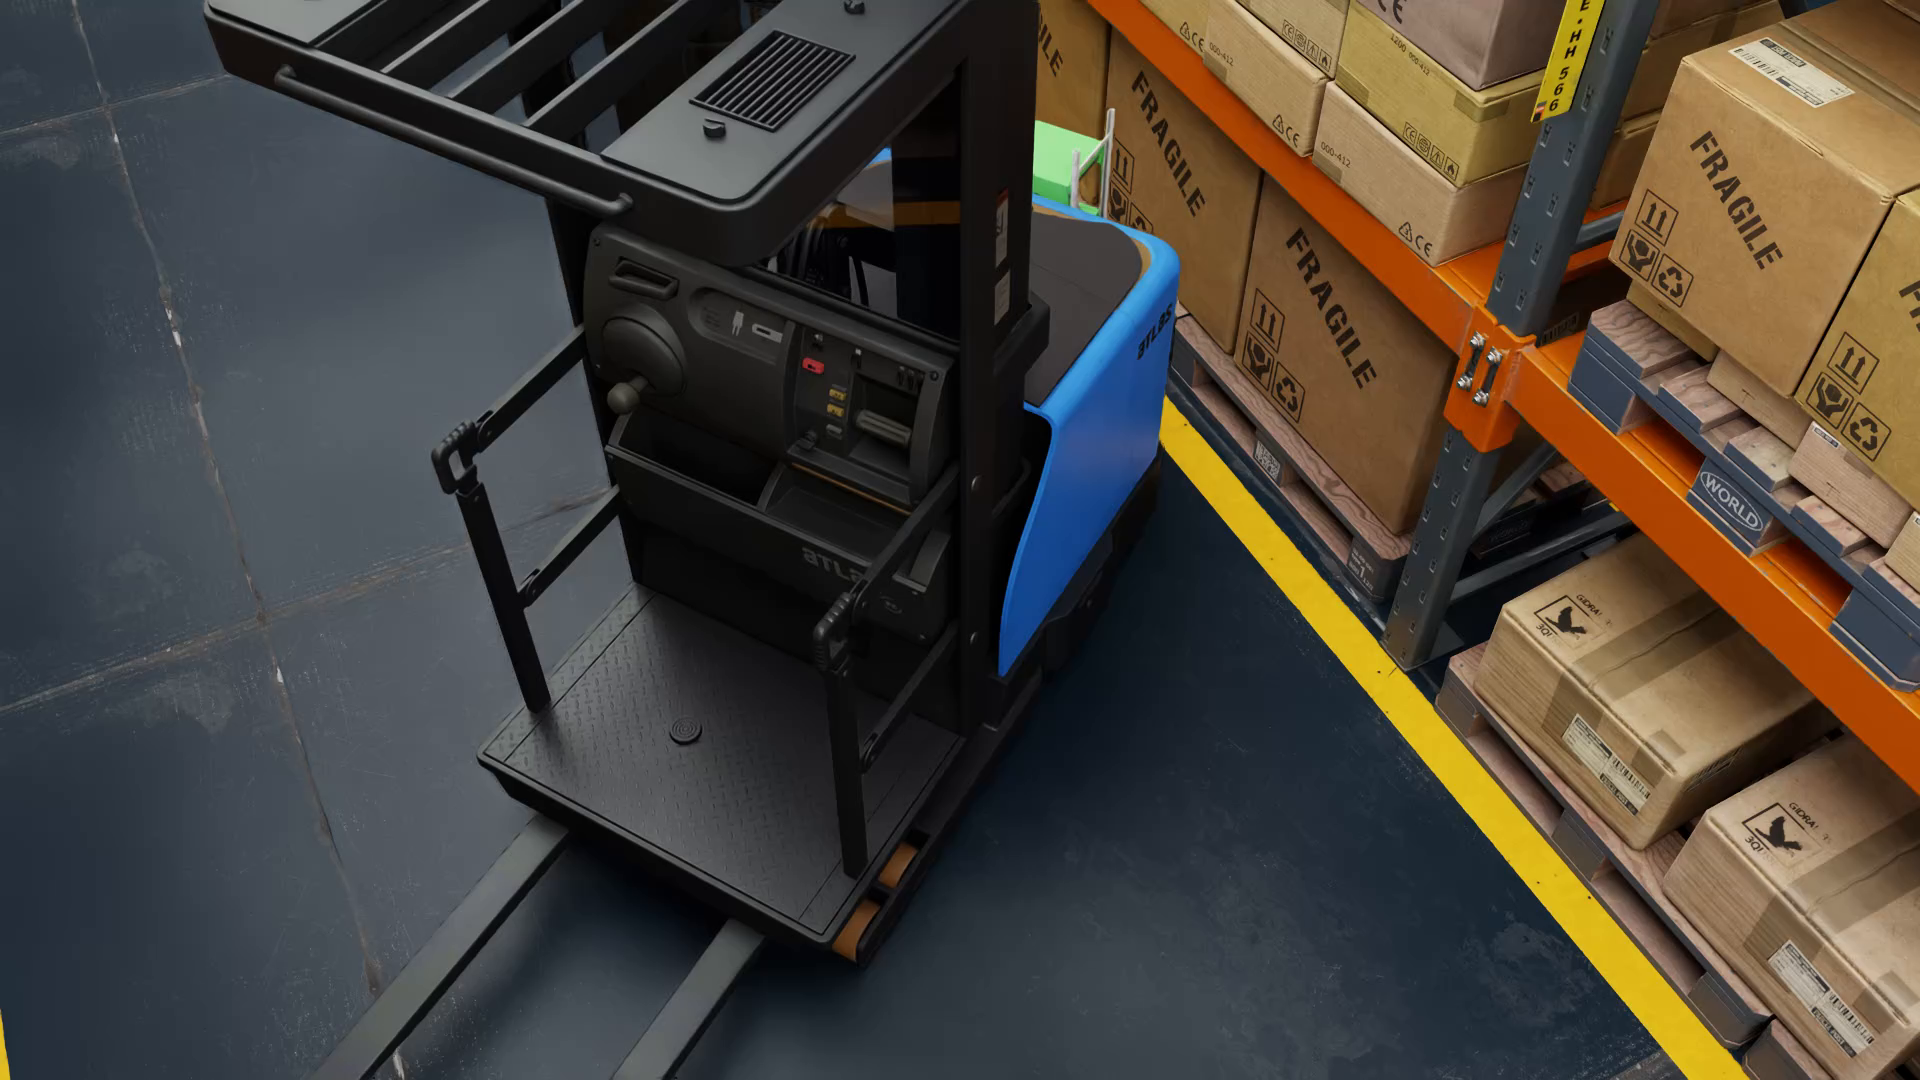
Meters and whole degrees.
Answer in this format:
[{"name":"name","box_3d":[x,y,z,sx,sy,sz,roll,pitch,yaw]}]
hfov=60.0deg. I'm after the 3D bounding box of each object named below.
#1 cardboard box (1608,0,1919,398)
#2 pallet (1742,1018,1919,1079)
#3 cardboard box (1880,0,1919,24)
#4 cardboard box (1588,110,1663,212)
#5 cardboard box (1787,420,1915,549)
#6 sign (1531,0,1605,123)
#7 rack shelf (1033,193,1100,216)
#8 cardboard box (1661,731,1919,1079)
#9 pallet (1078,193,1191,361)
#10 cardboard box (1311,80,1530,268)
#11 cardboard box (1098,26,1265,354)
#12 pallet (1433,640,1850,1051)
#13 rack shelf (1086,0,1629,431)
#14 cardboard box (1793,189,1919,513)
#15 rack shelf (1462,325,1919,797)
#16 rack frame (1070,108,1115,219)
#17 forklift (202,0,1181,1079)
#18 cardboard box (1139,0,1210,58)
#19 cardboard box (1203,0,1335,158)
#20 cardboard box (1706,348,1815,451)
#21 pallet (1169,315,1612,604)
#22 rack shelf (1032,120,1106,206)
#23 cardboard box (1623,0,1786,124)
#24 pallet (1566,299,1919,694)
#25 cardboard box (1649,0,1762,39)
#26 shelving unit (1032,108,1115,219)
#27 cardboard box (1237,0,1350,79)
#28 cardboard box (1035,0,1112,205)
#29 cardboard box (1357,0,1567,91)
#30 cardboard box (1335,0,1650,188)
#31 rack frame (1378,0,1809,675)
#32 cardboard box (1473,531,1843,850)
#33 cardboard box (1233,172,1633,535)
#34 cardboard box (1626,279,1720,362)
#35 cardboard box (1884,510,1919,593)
[{"name":"cardboard box","box_3d":[1.726,-0.693,3.320,0.500,0.500,0.500,-23,53,-19]},{"name":"pallet","box_3d":[2.636,1.452,3.840,1.003,0.211,1.213,-21,52,-18]},{"name":"cardboard box","box_3d":[2.181,-0.866,3.471,0.500,0.500,0.500,-23,53,-19]},{"name":"cardboard box","box_3d":[1.725,-1.170,4.380,0.500,0.250,0.500,-22,52,-18]},{"name":"cardboard box","box_3d":[1.893,-0.179,3.302,0.380,0.149,0.250,-24,53,-20]},{"name":"sign","box_3d":[1.233,-0.993,3.356,0.100,0.325,0.005,-21,52,-18]},{"name":"rack shelf","box_3d":[0.164,-0.959,5.058,0.480,0.148,0.258,23,53,19]},{"name":"cardboard box","box_3d":[2.320,0.795,4.029,0.950,0.372,0.625,-22,52,-18]},{"name":"pallet","box_3d":[0.877,-1.256,6.208,1.003,0.211,1.213,-21,52,-18]},{"name":"cardboard box","box_3d":[1.263,-1.005,4.236,0.500,0.250,0.500,-23,53,-19]},{"name":"cardboard box","box_3d":[1.079,-1.333,5.556,0.875,0.875,0.875,-21,52,-17]},{"name":"pallet","box_3d":[2.082,0.637,4.553,1.003,0.211,1.213,-21,52,-18]},{"name":"rack shelf","box_3d":[0.810,-1.907,5.403,1.077,0.370,4.000,-21,52,-18]},{"name":"cardboard box","box_3d":[1.970,-0.347,3.018,0.500,0.500,0.500,-19,51,-16]},{"name":"rack shelf","box_3d":[2.641,0.770,3.061,1.077,0.370,4.000,-21,52,-18]},{"name":"rack frame","box_3d":[0.376,-0.753,5.112,0.015,1.200,0.240,23,53,19]},{"name":"forklift","box_3d":[-0.552,-0.283,3.550,1.130,2.935,3.031,23,53,19]},{"name":"cardboard box","box_3d":[0.799,-1.684,4.829,0.500,0.250,0.500,-22,52,-18]},{"name":"cardboard box","box_3d":[1.015,-1.341,4.530,0.500,0.250,0.500,-20,52,-17]},{"name":"cardboard box","box_3d":[1.808,-0.378,3.476,0.380,0.149,0.250,-24,53,-20]},{"name":"pallet","box_3d":[1.432,-0.441,5.495,1.003,0.211,1.213,-21,52,-18]},{"name":"rack shelf","box_3d":[0.164,-1.117,4.877,0.480,0.148,0.258,23,53,19]},{"name":"cardboard box","box_3d":[1.713,-1.344,4.201,0.500,0.250,0.500,-22,52,-18]},{"name":"pallet","box_3d":[2.146,-0.302,3.648,1.213,0.211,1.003,-21,52,-18]},{"name":"cardboard box","box_3d":[1.717,-1.581,3.910,0.500,0.500,0.500,-23,53,-19]},{"name":"shelving unit","box_3d":[0.164,-0.844,5.191,0.503,1.200,0.258,23,53,19]},{"name":"cardboard box","box_3d":[1.040,-1.499,4.336,0.500,0.250,0.500,-22,53,-18]},{"name":"cardboard box","box_3d":[0.670,-1.932,6.079,0.875,0.875,0.875,-20,52,-16]},{"name":"cardboard box","box_3d":[1.256,-1.423,3.771,0.500,0.500,0.500,-22,53,-18]},{"name":"cardboard box","box_3d":[1.278,-1.157,4.037,0.500,0.250,0.500,-21,52,-18]},{"name":"rack frame","box_3d":[1.725,-0.805,3.961,1.000,3.000,0.127,-21,52,-18]},{"name":"cardboard box","box_3d":[1.975,0.303,4.459,0.950,0.372,0.625,-24,53,-20]},{"name":"cardboard box","box_3d":[1.483,-0.735,5.032,0.875,0.875,0.875,-22,52,-18]},{"name":"cardboard box","box_3d":[1.709,-0.579,3.651,0.380,0.149,0.250,-24,53,-20]},{"name":"cardboard box","box_3d":[2.000,0.012,3.135,0.380,0.149,0.250,-21,52,-17]}]
